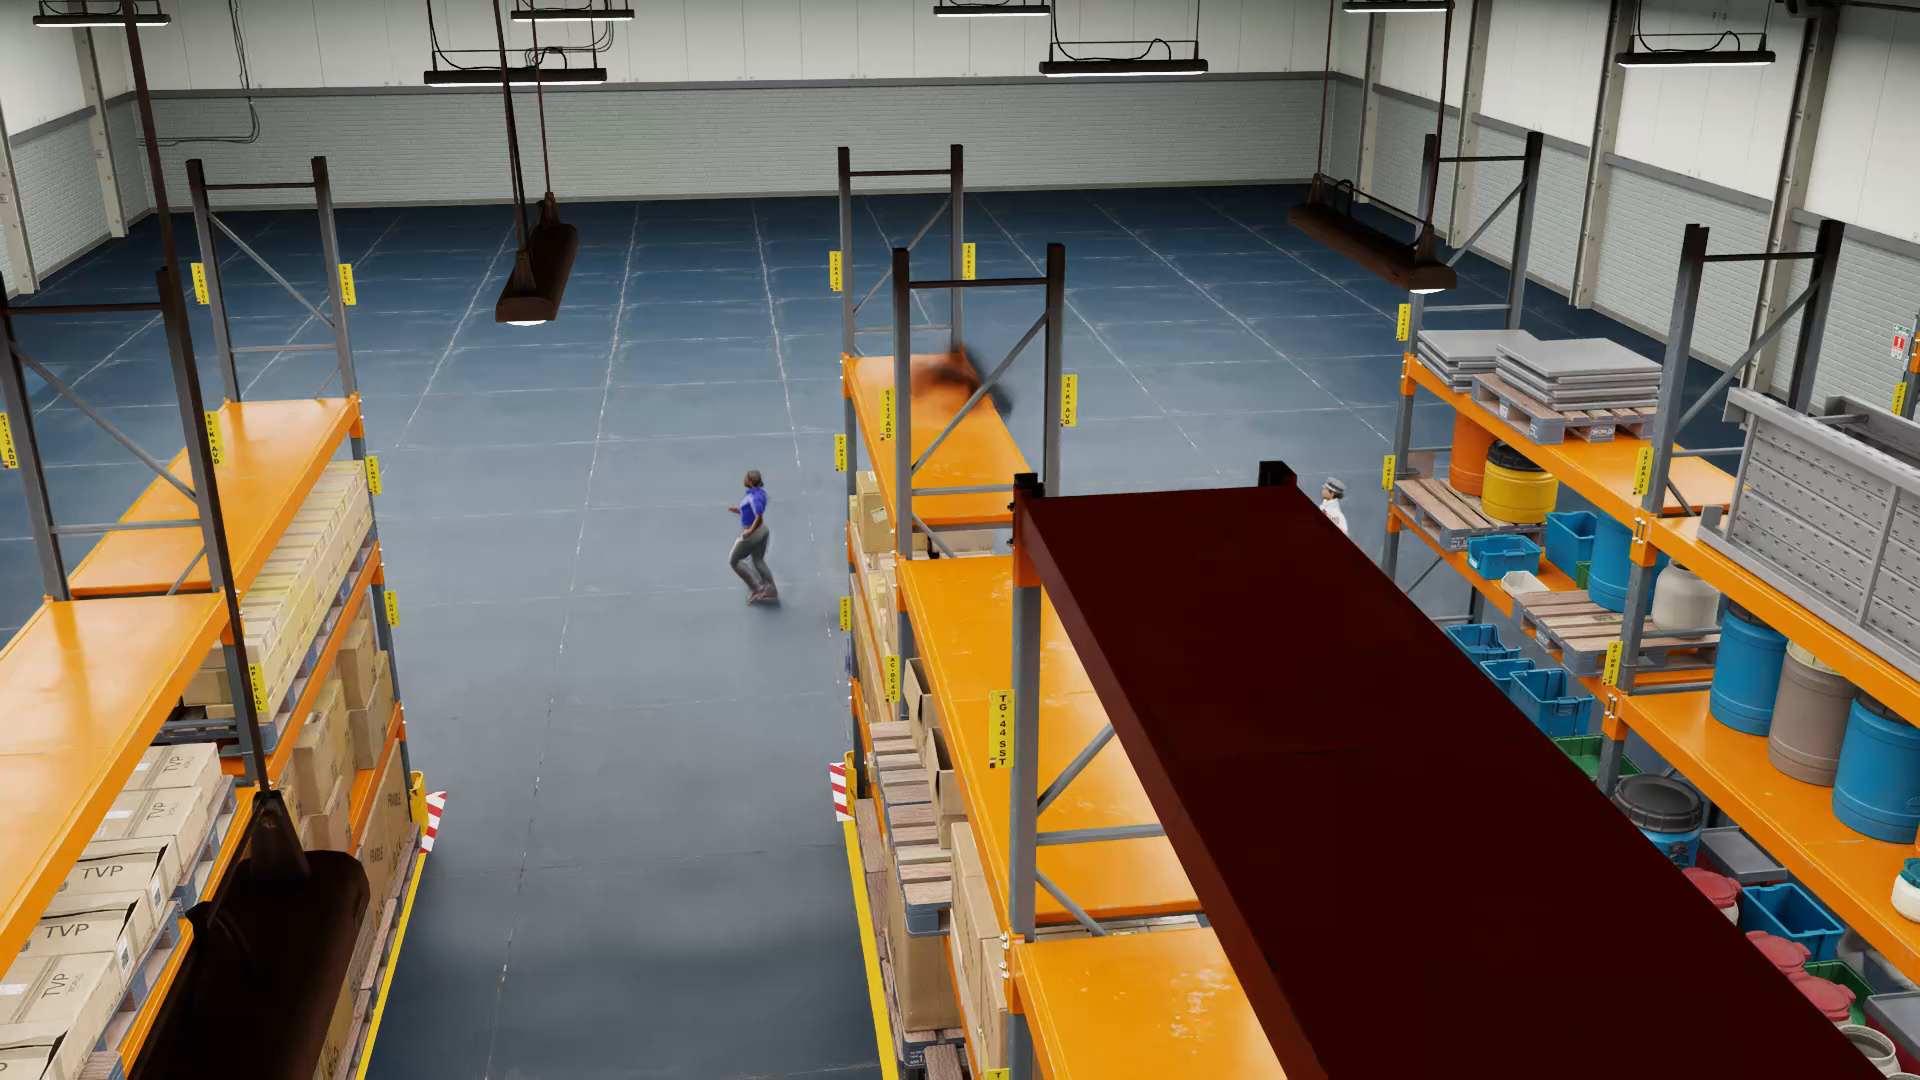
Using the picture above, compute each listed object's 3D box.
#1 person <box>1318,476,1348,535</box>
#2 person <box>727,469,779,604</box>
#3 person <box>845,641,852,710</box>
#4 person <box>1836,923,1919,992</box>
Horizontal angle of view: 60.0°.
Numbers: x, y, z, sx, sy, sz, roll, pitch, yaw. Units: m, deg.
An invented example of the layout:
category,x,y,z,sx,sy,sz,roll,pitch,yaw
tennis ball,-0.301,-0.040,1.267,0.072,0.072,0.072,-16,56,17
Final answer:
category,x,y,z,sx,sy,sz,roll,pitch,yaw
person,4.256,0.077,19.175,0.864,1.689,0.625,5,22,12
person,-2.471,-0.036,19.540,0.627,1.645,0.561,7,23,17
person,-0.896,1.004,16.945,0.731,1.726,0.621,14,25,31
person,6.873,2.774,12.303,0.662,1.764,0.730,-10,24,-24
